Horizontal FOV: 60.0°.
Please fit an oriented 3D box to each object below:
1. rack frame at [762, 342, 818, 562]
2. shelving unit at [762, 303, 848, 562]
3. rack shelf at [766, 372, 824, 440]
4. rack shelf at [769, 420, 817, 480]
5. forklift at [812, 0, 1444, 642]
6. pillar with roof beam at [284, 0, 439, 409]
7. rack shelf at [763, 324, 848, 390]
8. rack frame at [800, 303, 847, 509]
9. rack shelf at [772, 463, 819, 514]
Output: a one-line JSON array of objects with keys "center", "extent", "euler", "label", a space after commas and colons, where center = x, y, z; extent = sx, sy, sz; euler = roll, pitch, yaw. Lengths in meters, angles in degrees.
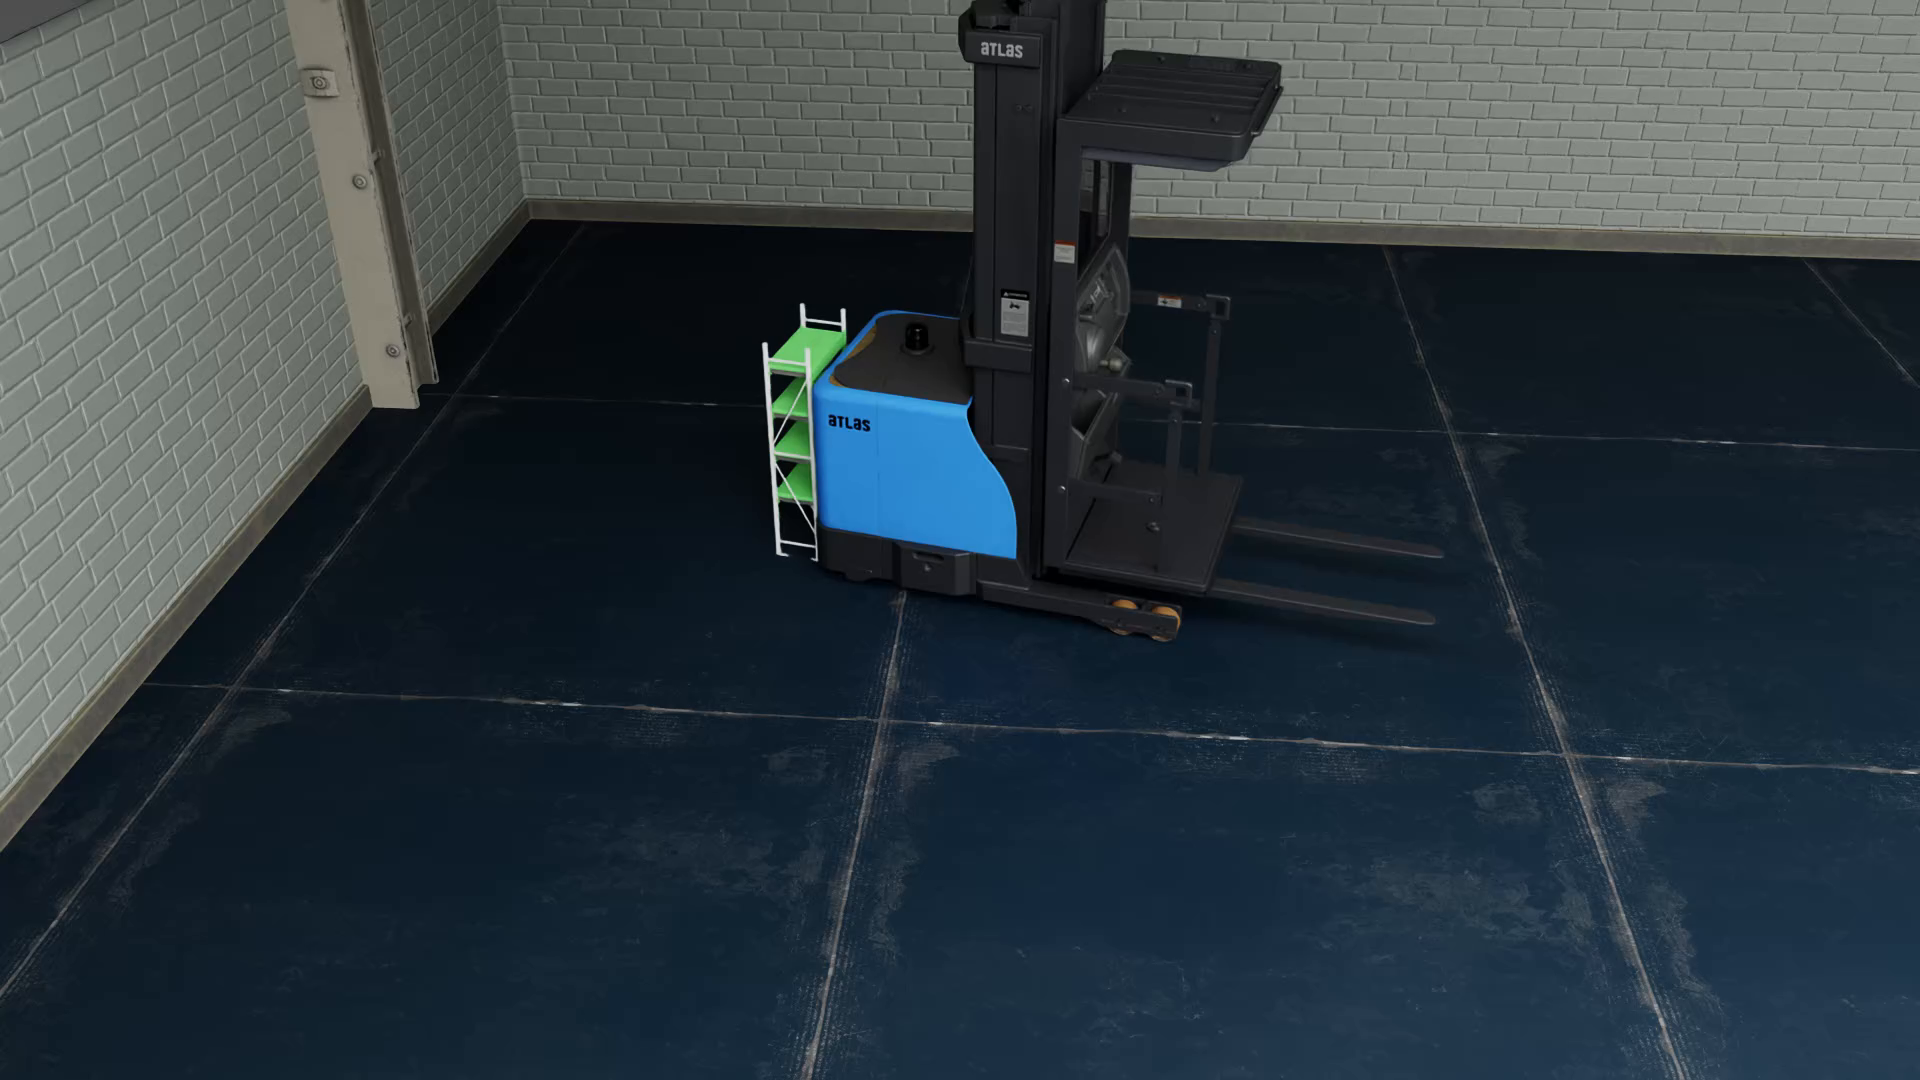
[{"center": [-0.834, -0.420, 8.288], "extent": [0.240, 1.200, 0.015], "euler": [9, 33, 14], "label": "rack frame"}, {"center": [-0.763, -0.542, 8.486], "extent": [0.258, 1.200, 0.503], "euler": [9, 33, 14], "label": "shelving unit"}, {"center": [-0.763, -0.692, 8.394], "extent": [0.258, 0.148, 0.480], "euler": [9, 33, 14], "label": "rack shelf"}, {"center": [-0.763, -0.488, 8.520], "extent": [0.258, 0.148, 0.480], "euler": [9, 33, 14], "label": "rack shelf"}, {"center": [0.853, -1.075, 7.700], "extent": [3.031, 2.935, 1.130], "euler": [9, 33, 15], "label": "forklift"}, {"center": [0.875, -4.549, 7.555], "extent": [9.100, 9.000, 0.400], "euler": [2, 32, 4], "label": "pillar with roof beam"}, {"center": [-0.763, -0.897, 8.268], "extent": [0.258, 0.148, 0.480], "euler": [9, 33, 14], "label": "rack shelf"}, {"center": [-0.692, -0.665, 8.685], "extent": [0.240, 1.200, 0.015], "euler": [9, 33, 14], "label": "rack frame"}, {"center": [-0.763, -0.284, 8.646], "extent": [0.258, 0.148, 0.480], "euler": [9, 33, 14], "label": "rack shelf"}]
